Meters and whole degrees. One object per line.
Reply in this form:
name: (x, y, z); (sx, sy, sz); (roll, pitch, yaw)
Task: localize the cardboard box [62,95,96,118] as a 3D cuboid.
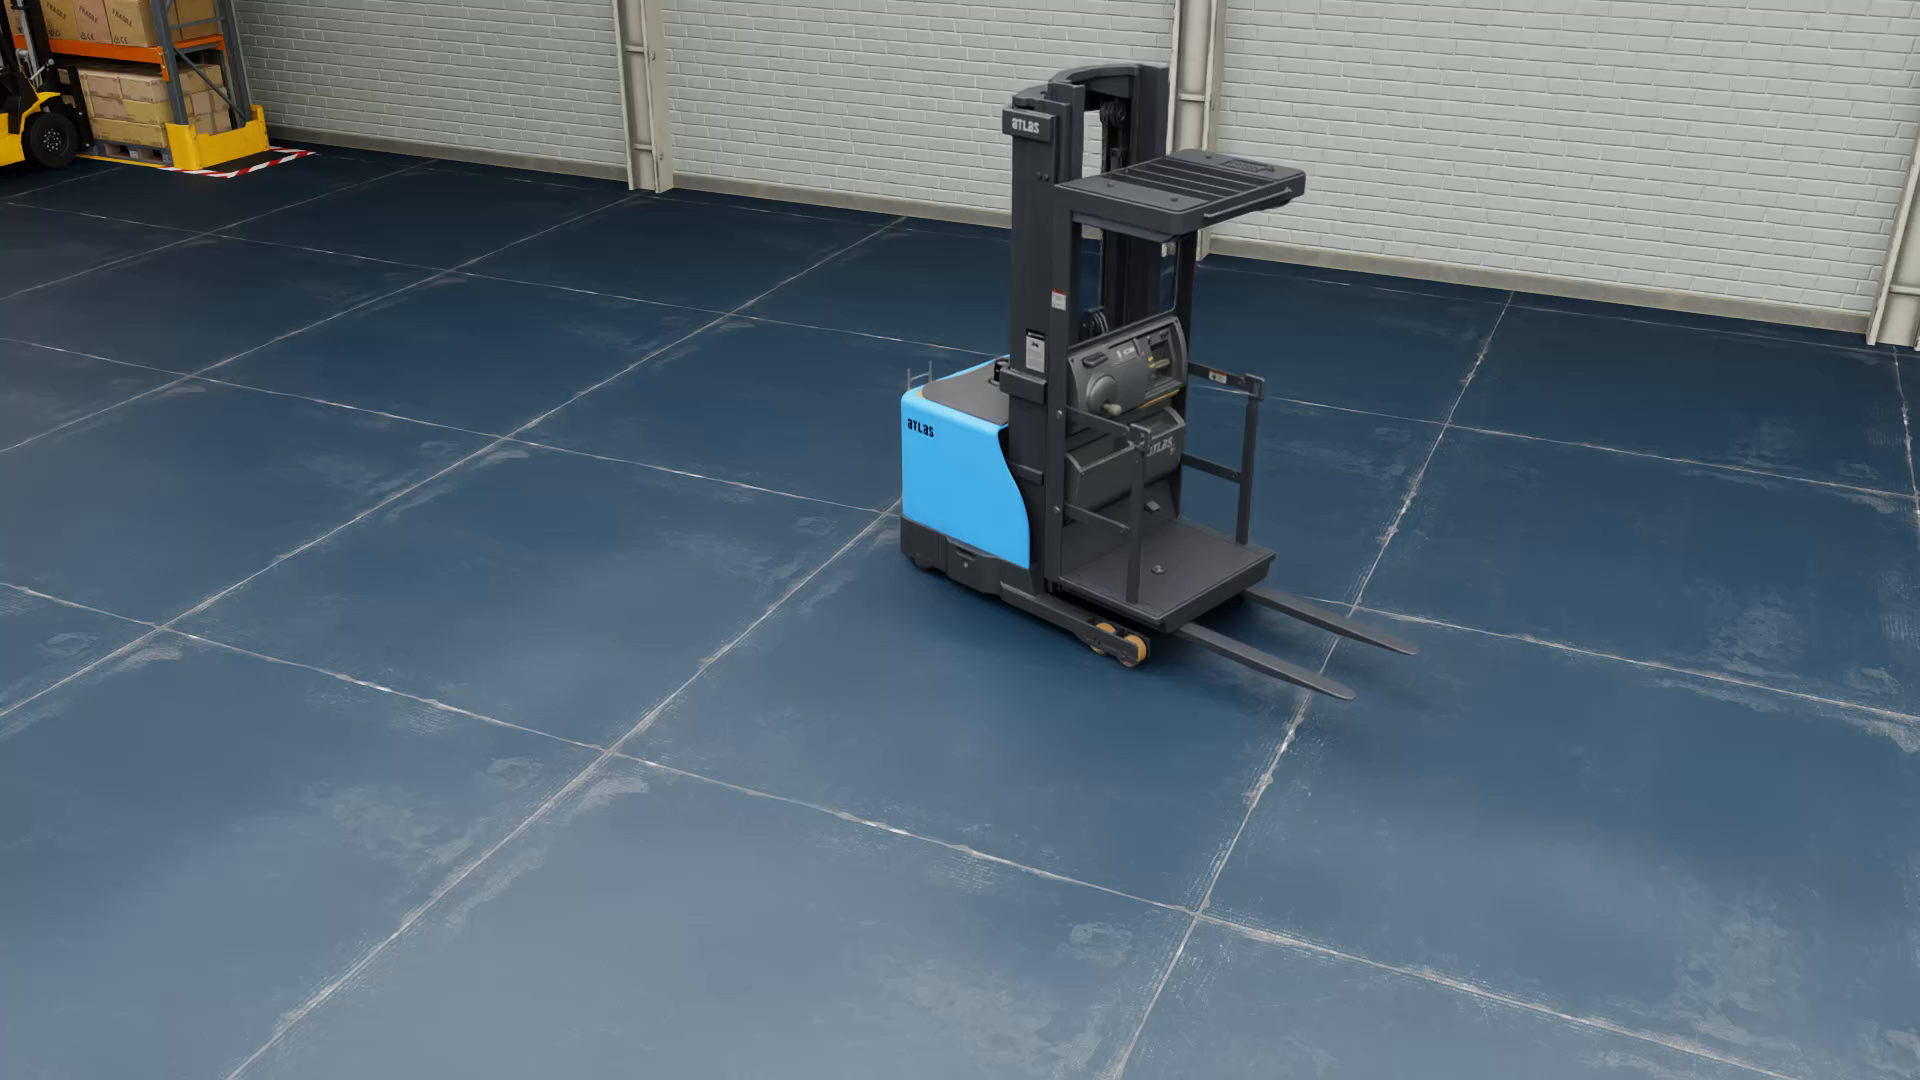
cardboard box: (-10.035, -5.084, 19.252); (0.500, 0.250, 0.500); (11, 28, 21)

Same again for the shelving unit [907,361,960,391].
shelving unit: (-0.156, -0.547, 10.172); (0.252, 1.050, 0.215); (23, 34, 38)

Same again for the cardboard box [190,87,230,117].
cardboard box: (-8.874, -5.108, 19.301); (0.500, 0.250, 0.500); (12, 29, 23)

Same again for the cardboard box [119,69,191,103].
cardboard box: (-9.080, -5.122, 18.763); (0.500, 0.250, 0.500); (12, 29, 24)

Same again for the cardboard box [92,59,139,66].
cardboard box: (-9.798, -5.513, 19.556); (0.500, 0.250, 0.500); (11, 28, 21)

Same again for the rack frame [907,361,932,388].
rack frame: (-0.244, -0.584, 10.248); (0.008, 1.050, 0.200); (23, 34, 38)

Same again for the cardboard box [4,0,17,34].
cardboard box: (-10.934, -6.169, 19.271); (0.500, 0.500, 0.500); (11, 28, 21)

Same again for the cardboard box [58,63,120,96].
cardboard box: (-10.010, -5.301, 19.127); (0.500, 0.250, 0.500); (12, 29, 22)

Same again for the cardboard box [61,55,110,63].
cardboard box: (-10.261, -5.609, 19.752); (0.500, 0.250, 0.500); (11, 28, 21)

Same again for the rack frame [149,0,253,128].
rack frame: (-8.531, -5.760, 18.553); (0.127, 3.000, 1.000); (11, 28, 22)

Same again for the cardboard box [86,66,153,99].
cardboard box: (-9.547, -5.213, 18.947); (0.500, 0.250, 0.500); (12, 29, 23)

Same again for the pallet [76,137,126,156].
pallet: (-10.352, -4.855, 19.873); (1.213, 0.211, 1.003); (11, 28, 22)

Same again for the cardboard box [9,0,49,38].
cardboard box: (-10.485, -6.069, 19.067); (0.500, 0.500, 0.500); (12, 28, 22)

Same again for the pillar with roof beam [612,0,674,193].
pillar with roof beam: (-5.112, -6.113, 12.478); (0.400, 9.000, 9.100); (11, 28, 22)

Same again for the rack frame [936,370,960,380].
rack frame: (-0.068, -0.510, 10.096); (0.008, 1.050, 0.200); (23, 34, 38)

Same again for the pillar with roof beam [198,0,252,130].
pillar with roof beam: (-10.574, -7.210, 14.706); (0.400, 9.000, 9.100); (11, 28, 22)

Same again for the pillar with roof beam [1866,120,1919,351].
pillar with roof beam: (5.811, -3.919, 8.022); (0.400, 9.000, 9.100); (11, 28, 22)

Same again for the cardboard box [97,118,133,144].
cardboard box: (-9.539, -4.768, 19.176); (0.500, 0.250, 0.500); (11, 28, 22)

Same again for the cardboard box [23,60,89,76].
cardboard box: (-10.469, -5.397, 19.321); (0.500, 0.250, 0.500); (11, 28, 21)

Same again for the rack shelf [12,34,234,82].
rack shelf: (-10.352, -5.803, 19.454); (4.000, 0.370, 1.077); (11, 28, 22)

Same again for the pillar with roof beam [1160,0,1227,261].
pillar with roof beam: (0.349, -5.016, 10.250); (0.400, 9.000, 9.100); (11, 28, 22)

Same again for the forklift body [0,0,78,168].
forklift body: (-11.013, -4.992, 17.954); (1.214, 2.155, 2.313); (11, 28, 22)

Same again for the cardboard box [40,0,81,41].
cardboard box: (-10.023, -5.981, 18.889); (0.500, 0.500, 0.500); (11, 28, 21)

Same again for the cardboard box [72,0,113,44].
cardboard box: (-9.557, -5.887, 18.699); (0.500, 0.500, 0.500); (12, 29, 23)

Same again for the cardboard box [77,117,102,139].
cardboard box: (-9.990, -4.863, 19.369); (0.500, 0.250, 0.500); (12, 29, 22)

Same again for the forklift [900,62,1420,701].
forklift: (1.056, -0.899, 8.759); (3.031, 2.935, 1.130); (23, 34, 38)

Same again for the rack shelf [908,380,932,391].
rack shelf: (-0.156, -0.792, 10.052); (0.240, 0.259, 0.215); (23, 34, 38)

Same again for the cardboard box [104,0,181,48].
cardboard box: (-9.088, -5.789, 18.499); (0.500, 0.500, 0.500); (11, 28, 21)

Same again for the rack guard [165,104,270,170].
rack guard: (-8.510, -4.634, 19.096); (0.348, 0.500, 1.175); (11, 28, 22)

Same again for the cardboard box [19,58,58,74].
cardboard box: (-10.943, -5.496, 19.522); (0.500, 0.250, 0.500); (12, 29, 24)

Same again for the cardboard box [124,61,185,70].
cardboard box: (-9.347, -5.417, 19.362); (0.500, 0.250, 0.500); (11, 28, 22)

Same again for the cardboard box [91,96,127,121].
cardboard box: (-9.556, -4.998, 19.077); (0.500, 0.250, 0.500); (11, 28, 21)

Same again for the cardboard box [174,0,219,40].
cardboard box: (-8.867, -6.007, 18.941); (0.500, 0.500, 0.500); (12, 29, 23)

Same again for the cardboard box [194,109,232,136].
cardboard box: (-8.898, -4.883, 19.409); (0.500, 0.250, 0.500); (11, 28, 22)

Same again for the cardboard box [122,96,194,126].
cardboard box: (-9.104, -4.902, 18.882); (0.500, 0.250, 0.500); (11, 28, 21)

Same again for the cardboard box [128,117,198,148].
cardboard box: (-9.090, -4.673, 18.984); (0.500, 0.250, 0.500); (12, 28, 22)

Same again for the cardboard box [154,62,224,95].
cardboard box: (-8.891, -5.327, 19.179); (0.500, 0.250, 0.500); (11, 28, 21)

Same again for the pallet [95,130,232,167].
pallet: (-9.245, -4.632, 19.418); (1.213, 0.211, 1.003); (11, 28, 22)

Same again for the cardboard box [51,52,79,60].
cardboard box: (-10.722, -5.698, 19.932); (0.500, 0.250, 0.500); (12, 28, 22)
